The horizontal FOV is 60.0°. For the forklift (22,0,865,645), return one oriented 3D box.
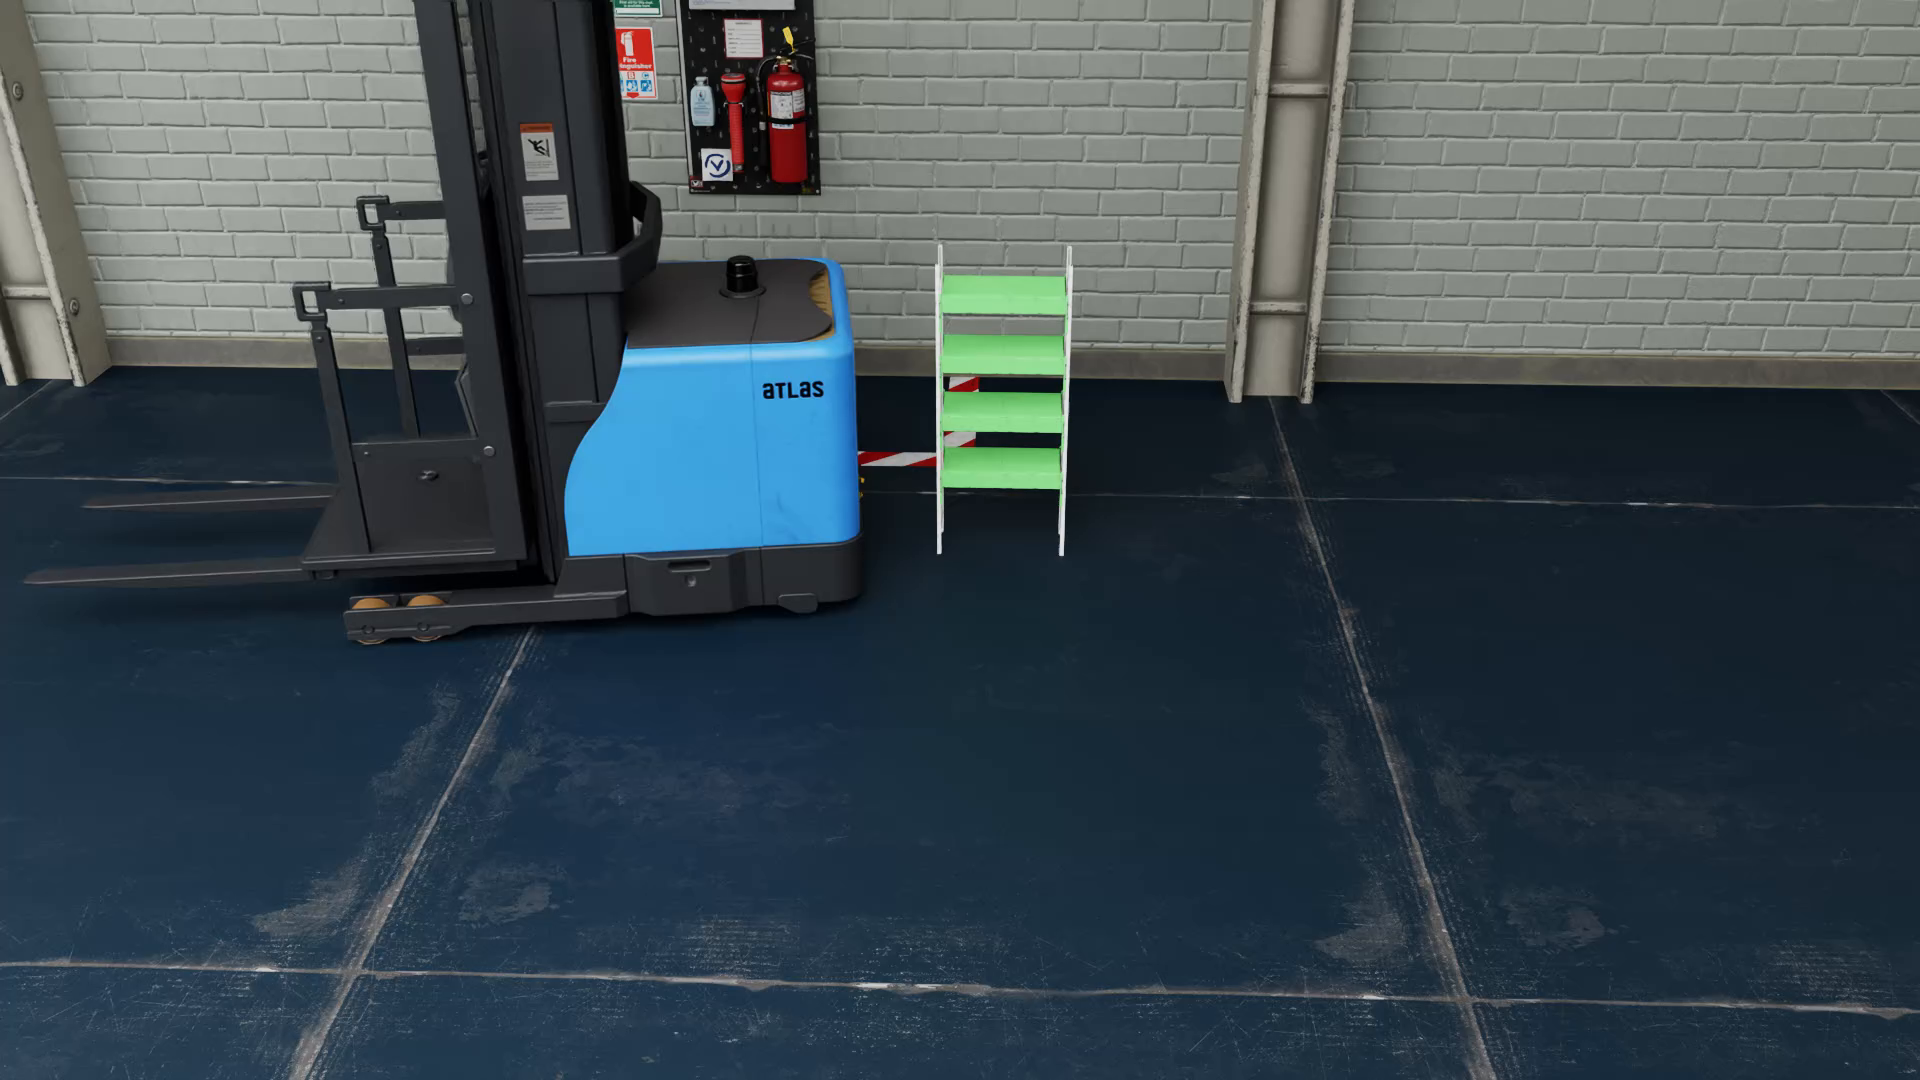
[{"bbox_3d":[-1.909,-1.177,5.841,3.031,2.935,1.130,-3,28,-5],"label":"forklift"}]

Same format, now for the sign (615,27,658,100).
[{"bbox_3d":[-1.516,-2.189,7.639,0.234,0.329,0.001,1,28,2],"label":"sign"}]

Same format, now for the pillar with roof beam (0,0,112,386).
[{"bbox_3d":[-4.647,-2.792,2.409,0.400,9.000,9.100,1,28,2],"label":"pillar with roof beam"}]

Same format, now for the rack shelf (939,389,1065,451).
[{"bbox_3d":[0.165,-0.471,6.494,0.480,0.148,0.258,1,28,2],"label":"rack shelf"}]

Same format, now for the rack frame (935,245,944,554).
[{"bbox_3d":[-0.078,-0.531,6.471,0.015,1.200,0.240,1,28,2],"label":"rack frame"}]

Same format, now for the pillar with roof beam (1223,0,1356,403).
[{"bbox_3d":[1.349,-2.693,2.222,0.400,9.000,9.100,1,28,2],"label":"pillar with roof beam"}]

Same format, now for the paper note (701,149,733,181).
[{"bbox_3d":[-1.142,-1.762,7.812,0.142,0.148,0.016,1,28,2],"label":"paper note"}]

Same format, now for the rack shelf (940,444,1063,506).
[{"bbox_3d":[0.165,-0.259,6.606,0.480,0.148,0.258,1,28,2],"label":"rack shelf"}]

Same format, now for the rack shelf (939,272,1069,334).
[{"bbox_3d":[0.165,-0.895,6.269,0.480,0.148,0.258,1,28,2],"label":"rack shelf"}]

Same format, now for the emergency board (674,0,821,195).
[{"bbox_3d":[-0.967,-2.116,7.539,0.643,1.169,0.194,1,28,2],"label":"emergency board"}]

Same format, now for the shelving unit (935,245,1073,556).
[{"bbox_3d":[0.165,-0.527,6.464,0.503,1.200,0.258,1,28,2],"label":"shelving unit"}]

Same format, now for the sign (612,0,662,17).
[{"bbox_3d":[-1.512,-2.419,7.507,0.331,0.109,0.001,1,28,2],"label":"sign"}]

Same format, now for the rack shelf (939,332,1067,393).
[{"bbox_3d":[0.165,-0.683,6.381,0.480,0.148,0.258,1,28,2],"label":"rack shelf"}]

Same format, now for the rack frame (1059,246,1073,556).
[{"bbox_3d":[0.409,-0.523,6.456,0.015,1.200,0.240,1,28,2],"label":"rack frame"}]
